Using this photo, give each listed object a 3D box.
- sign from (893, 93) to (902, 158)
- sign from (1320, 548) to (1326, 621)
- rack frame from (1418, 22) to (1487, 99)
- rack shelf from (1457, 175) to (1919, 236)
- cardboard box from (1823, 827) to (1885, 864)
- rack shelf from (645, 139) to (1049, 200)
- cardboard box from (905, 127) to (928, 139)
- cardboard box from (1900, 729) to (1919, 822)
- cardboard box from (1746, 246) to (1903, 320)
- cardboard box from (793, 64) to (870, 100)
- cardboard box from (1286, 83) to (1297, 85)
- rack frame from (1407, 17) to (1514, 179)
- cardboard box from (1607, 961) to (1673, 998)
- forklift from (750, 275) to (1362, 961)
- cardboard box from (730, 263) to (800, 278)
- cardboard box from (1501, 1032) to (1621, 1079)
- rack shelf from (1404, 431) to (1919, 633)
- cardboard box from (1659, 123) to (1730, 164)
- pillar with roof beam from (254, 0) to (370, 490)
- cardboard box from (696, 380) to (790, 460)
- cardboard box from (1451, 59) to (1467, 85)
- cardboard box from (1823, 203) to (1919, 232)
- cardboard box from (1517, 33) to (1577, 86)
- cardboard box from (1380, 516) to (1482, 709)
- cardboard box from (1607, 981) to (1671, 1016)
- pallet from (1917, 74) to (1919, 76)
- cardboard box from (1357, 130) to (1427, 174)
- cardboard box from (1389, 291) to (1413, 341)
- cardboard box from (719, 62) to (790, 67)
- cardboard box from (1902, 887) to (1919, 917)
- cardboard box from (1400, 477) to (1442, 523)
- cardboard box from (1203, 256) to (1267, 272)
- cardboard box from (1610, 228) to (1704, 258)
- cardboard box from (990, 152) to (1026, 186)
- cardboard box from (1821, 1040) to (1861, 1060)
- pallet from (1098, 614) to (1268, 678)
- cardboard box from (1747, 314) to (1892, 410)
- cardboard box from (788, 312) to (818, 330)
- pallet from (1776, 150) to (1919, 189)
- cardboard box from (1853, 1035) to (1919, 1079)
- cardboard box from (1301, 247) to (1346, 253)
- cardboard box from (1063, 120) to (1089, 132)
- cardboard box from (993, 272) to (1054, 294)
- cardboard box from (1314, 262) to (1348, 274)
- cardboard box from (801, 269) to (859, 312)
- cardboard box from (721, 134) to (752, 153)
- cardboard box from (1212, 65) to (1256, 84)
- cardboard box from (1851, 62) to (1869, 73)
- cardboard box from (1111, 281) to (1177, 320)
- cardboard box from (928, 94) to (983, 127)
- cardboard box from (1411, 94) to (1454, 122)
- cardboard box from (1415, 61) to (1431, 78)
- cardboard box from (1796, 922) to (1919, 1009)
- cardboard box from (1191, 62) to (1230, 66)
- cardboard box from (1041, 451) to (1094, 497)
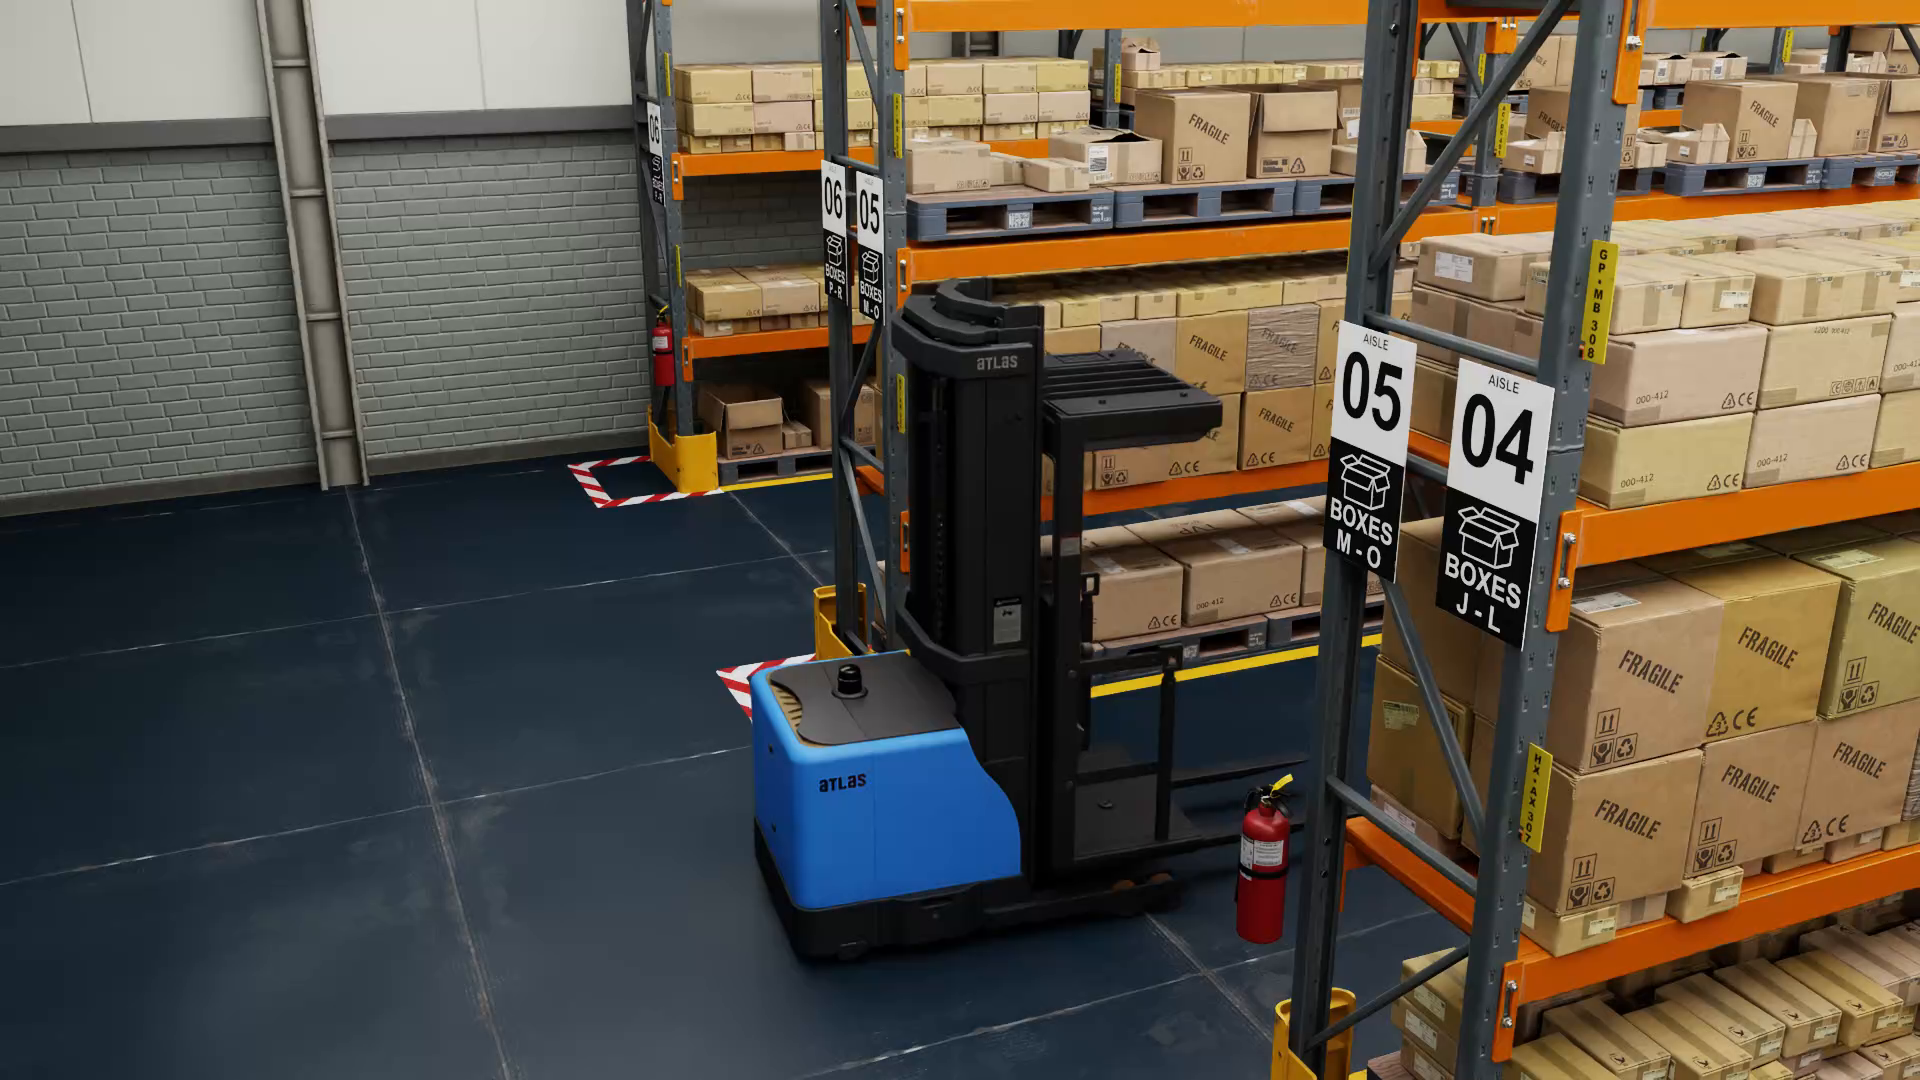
[{"bbox_3d":[-0.327,-2.173,8.725,0.005,0.325,0.100,-8,21,-22],"label":"sign"},{"bbox_3d":[1.310,0.151,5.858,0.005,0.325,0.100,-8,21,-22],"label":"sign"},{"bbox_3d":[4.834,-5.874,16.155,0.127,3.000,1.000,-8,21,-22],"label":"rack frame"},{"bbox_3d":[4.968,-2.343,11.728,4.000,0.370,1.077,-8,21,-22],"label":"rack shelf"},{"bbox_3d":[3.105,1.000,6.042,0.250,0.149,0.380,-9,21,-23],"label":"cardboard box"},{"bbox_3d":[-0.675,-3.330,14.531,4.000,0.370,1.077,-8,21,-22],"label":"rack shelf"},{"bbox_3d":[-0.453,-3.465,14.209,0.250,0.149,0.380,-8,21,-21],"label":"cardboard box"},{"bbox_3d":[3.435,0.648,6.067,0.500,0.500,0.500,-9,21,-23],"label":"cardboard box"},{"bbox_3d":[2.642,-0.797,5.124,0.250,0.149,0.380,-8,21,-21],"label":"cardboard box"},{"bbox_3d":[-1.074,-3.825,13.878,0.500,0.250,0.500,-8,21,-23],"label":"cardboard box"},{"bbox_3d":[2.995,-4.188,15.477,0.250,0.149,0.380,-8,21,-21],"label":"cardboard box"},{"bbox_3d":[3.131,-3.834,10.363,0.127,3.000,1.000,-8,21,-22],"label":"rack frame"},{"bbox_3d":[2.601,1.634,6.630,0.250,0.149,0.380,-9,21,-24],"label":"cardboard box"},{"bbox_3d":[0.553,0.250,7.899,3.031,2.935,1.130,-6,20,-17],"label":"forklift"},{"bbox_3d":[-1.720,-2.270,14.731,0.500,0.250,0.500,-8,21,-22],"label":"cardboard box"},{"bbox_3d":[2.127,1.918,5.822,0.250,0.149,0.380,-9,21,-24],"label":"cardboard box"},{"bbox_3d":[3.348,-0.321,5.984,4.000,0.370,1.077,-8,21,-22],"label":"rack shelf"},{"bbox_3d":[4.947,-2.688,11.193,0.258,0.266,0.396,-6,20,-17],"label":"cardboard box"},{"bbox_3d":[-3.639,-3.429,9.211,0.400,9.000,9.100,-8,21,-22],"label":"pillar with roof beam"},{"bbox_3d":[-1.912,-1.064,14.653,0.637,0.503,0.797,-9,21,-24],"label":"cardboard box"},{"bbox_3d":[5.398,-4.807,17.084,0.500,0.250,0.500,-8,21,-22],"label":"cardboard box"},{"bbox_3d":[3.361,-1.115,6.030,0.250,0.149,0.380,-9,21,-24],"label":"cardboard box"},{"bbox_3d":[6.020,-4.869,16.885,0.500,0.500,0.700,-9,21,-23],"label":"cardboard box"},{"bbox_3d":[1.833,0.223,5.769,0.500,0.500,0.500,-9,21,-23],"label":"cardboard box"},{"bbox_3d":[2.647,1.795,6.621,0.250,0.149,0.380,-8,21,-23],"label":"cardboard box"},{"bbox_3d":[10.399,-5.223,18.955,1.213,0.211,1.003,-8,21,-22],"label":"pallet"},{"bbox_3d":[2.671,-2.420,10.281,0.258,0.266,0.396,-7,21,-20],"label":"cardboard box"},{"bbox_3d":[2.807,-1.377,10.761,0.500,0.500,0.500,-8,21,-22],"label":"cardboard box"},{"bbox_3d":[-1.736,-3.924,14.158,0.500,0.250,0.500,-9,21,-24],"label":"cardboard box"},{"bbox_3d":[4.067,1.447,7.159,0.250,0.149,0.380,-9,21,-23],"label":"cardboard box"},{"bbox_3d":[3.669,-0.307,11.943,0.875,0.875,0.875,-7,21,-20],"label":"cardboard box"},{"bbox_3d":[1.784,-1.742,10.820,0.250,0.149,0.380,-9,21,-23],"label":"cardboard box"},{"bbox_3d":[2.201,-0.920,5.475,0.250,0.149,0.380,-9,21,-24],"label":"cardboard box"},{"bbox_3d":[0.189,-2.186,9.794,0.250,0.149,0.380,-10,22,-26],"label":"cardboard box"},{"bbox_3d":[3.275,1.843,6.485,0.250,0.149,0.380,-7,21,-19],"label":"cardboard box"},{"bbox_3d":[1.280,0.549,11.146,1.213,0.211,1.003,-8,21,-22],"label":"pallet"},{"bbox_3d":[2.497,-0.610,5.194,0.500,0.250,0.500,-8,21,-23],"label":"cardboard box"},{"bbox_3d":[-1.402,-1.940,14.394,0.250,0.149,0.380,-7,21,-20],"label":"cardboard box"},{"bbox_3d":[6.234,-2.756,12.100,1.003,0.211,1.213,-7,21,-19],"label":"pallet"},{"bbox_3d":[3.535,1.985,6.527,0.250,0.149,0.380,-8,21,-22],"label":"cardboard box"},{"bbox_3d":[3.409,-3.020,16.294,0.637,0.503,0.797,-9,21,-23],"label":"cardboard box"},{"bbox_3d":[0.949,-3.677,14.810,0.250,0.149,0.380,-8,21,-22],"label":"cardboard box"},{"bbox_3d":[0.383,-1.532,10.225,0.250,0.149,0.380,-8,21,-21],"label":"cardboard box"},{"bbox_3d":[2.457,-1.660,10.589,0.250,0.149,0.380,-8,21,-22],"label":"cardboard box"},{"bbox_3d":[-1.061,-2.173,14.455,0.500,0.250,0.500,-9,21,-23],"label":"cardboard box"},{"bbox_3d":[-1.896,-3.302,13.744,0.250,0.149,0.380,-8,21,-21],"label":"cardboard box"},{"bbox_3d":[2.513,-4.276,15.281,0.250,0.149,0.380,-8,21,-21],"label":"cardboard box"},{"bbox_3d":[9.745,-5.179,18.295,0.250,0.149,0.380,-7,21,-20],"label":"cardboard box"},{"bbox_3d":[1.091,-1.432,9.939,0.250,0.149,0.380,-8,21,-21],"label":"cardboard box"},{"bbox_3d":[-0.130,-3.727,14.352,0.500,0.250,0.500,-8,21,-21],"label":"cardboard box"},{"bbox_3d":[4.459,-4.247,16.276,0.500,0.250,0.500,-9,21,-24],"label":"cardboard box"},{"bbox_3d":[4.353,-4.579,16.171,0.250,0.149,0.380,-9,21,-24],"label":"cardboard box"},{"bbox_3d":[3.521,1.677,6.507,0.250,0.149,0.380,-8,21,-22],"label":"cardboard box"},{"bbox_3d":[2.339,-4.409,15.659,0.250,0.149,0.380,-9,21,-24],"label":"cardboard box"},{"bbox_3d":[0.466,-0.576,9.992,0.500,0.500,0.500,-8,21,-23],"label":"cardboard box"}]
